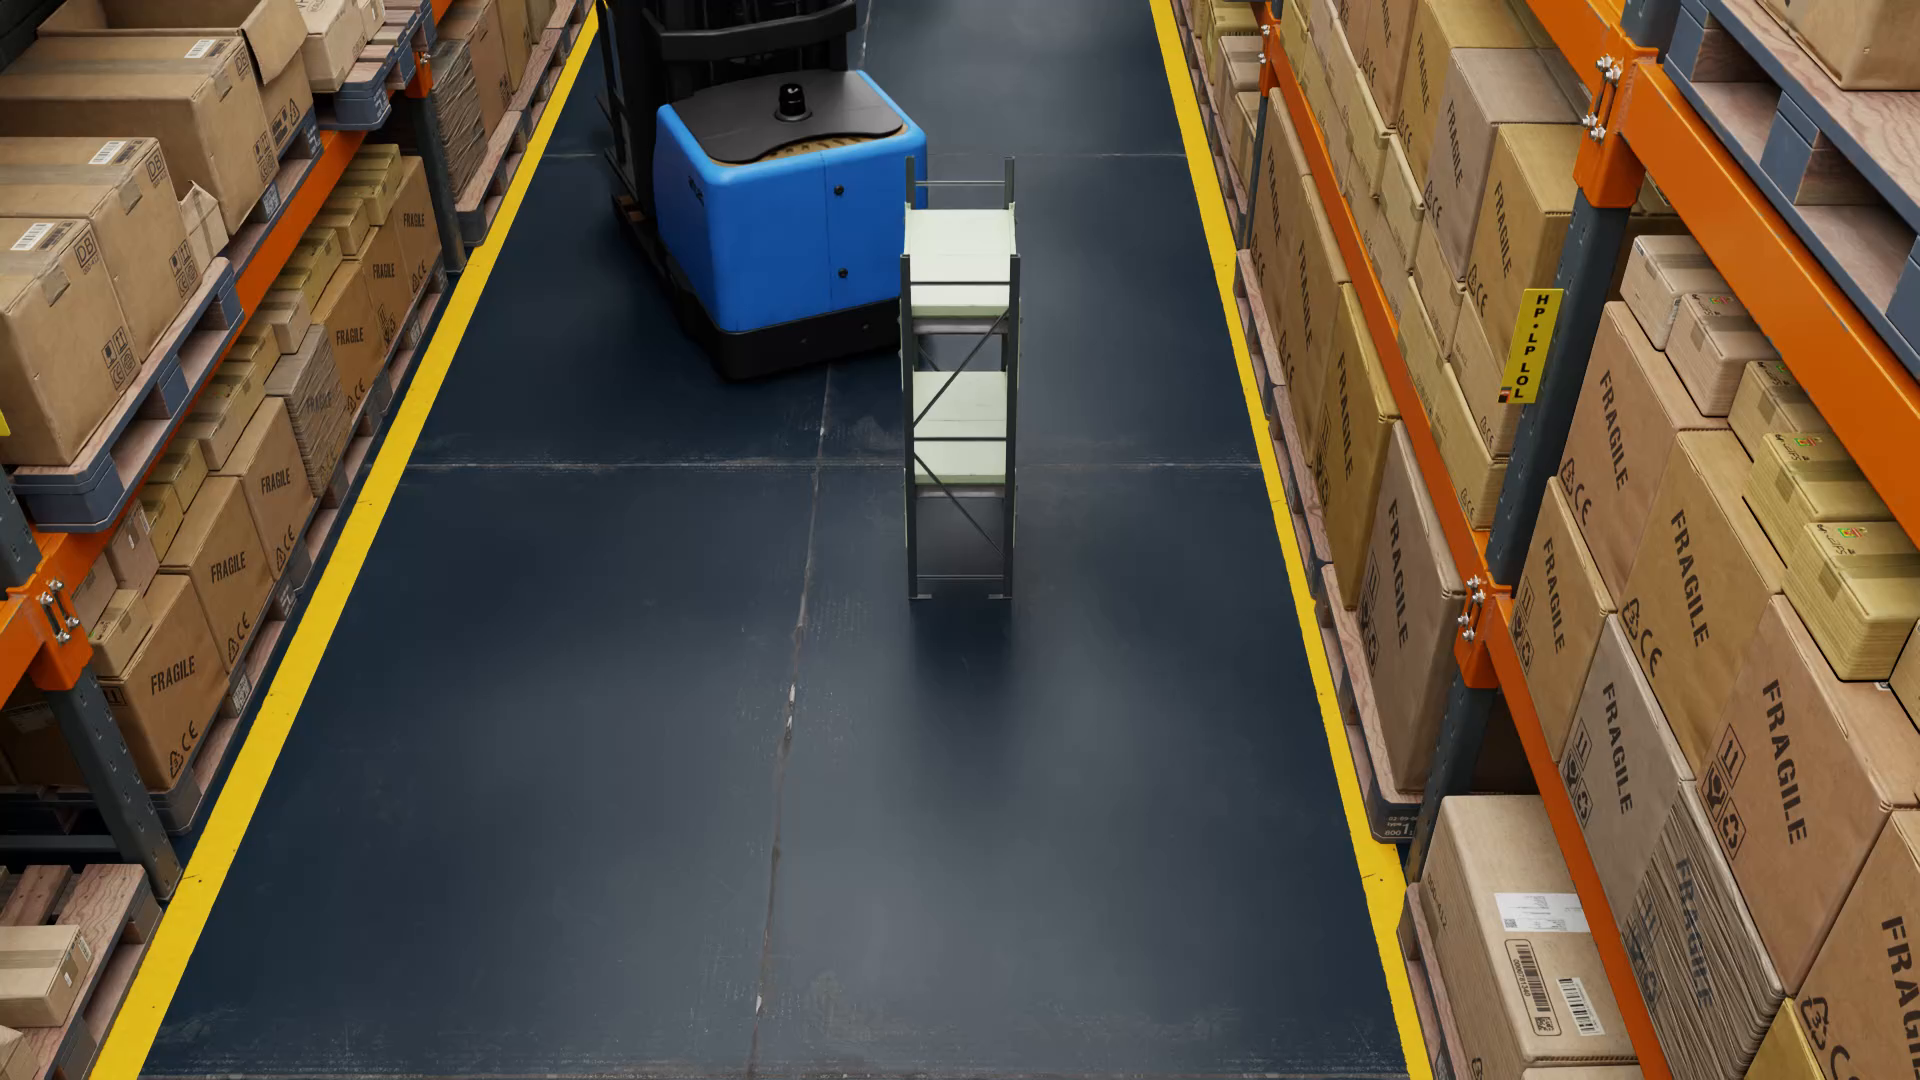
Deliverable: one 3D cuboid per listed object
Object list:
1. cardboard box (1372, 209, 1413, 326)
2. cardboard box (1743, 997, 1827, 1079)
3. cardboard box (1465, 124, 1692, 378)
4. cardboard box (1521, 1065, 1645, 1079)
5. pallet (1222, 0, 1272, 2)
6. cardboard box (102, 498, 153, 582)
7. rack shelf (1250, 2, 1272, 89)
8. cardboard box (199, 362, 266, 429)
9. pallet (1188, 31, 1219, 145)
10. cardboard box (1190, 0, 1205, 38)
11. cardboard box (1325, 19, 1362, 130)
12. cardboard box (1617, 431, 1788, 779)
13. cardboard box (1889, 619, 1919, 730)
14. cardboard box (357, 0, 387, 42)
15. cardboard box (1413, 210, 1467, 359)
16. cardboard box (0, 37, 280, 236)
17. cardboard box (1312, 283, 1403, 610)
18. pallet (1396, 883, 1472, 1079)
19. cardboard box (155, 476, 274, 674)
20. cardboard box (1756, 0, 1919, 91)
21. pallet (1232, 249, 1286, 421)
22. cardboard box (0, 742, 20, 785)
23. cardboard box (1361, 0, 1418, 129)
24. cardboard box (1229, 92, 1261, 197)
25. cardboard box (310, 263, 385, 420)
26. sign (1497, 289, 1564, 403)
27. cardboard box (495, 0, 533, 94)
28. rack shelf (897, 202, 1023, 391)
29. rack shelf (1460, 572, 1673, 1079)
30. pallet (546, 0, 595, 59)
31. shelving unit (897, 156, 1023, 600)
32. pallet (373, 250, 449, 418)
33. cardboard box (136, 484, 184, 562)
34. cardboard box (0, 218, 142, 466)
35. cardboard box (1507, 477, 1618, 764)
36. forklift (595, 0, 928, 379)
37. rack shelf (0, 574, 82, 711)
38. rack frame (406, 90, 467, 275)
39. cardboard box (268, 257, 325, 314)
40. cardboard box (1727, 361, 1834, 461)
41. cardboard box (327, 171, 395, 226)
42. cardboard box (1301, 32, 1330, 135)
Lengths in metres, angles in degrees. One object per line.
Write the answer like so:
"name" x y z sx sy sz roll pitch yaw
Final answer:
"cardboard box" 1.710 -0.914 5.611 0.500 0.250 0.500 -1 39 -1
"cardboard box" 1.673 1.145 2.843 0.500 0.500 0.500 1 39 1
"cardboard box" 1.692 -0.766 4.428 0.500 0.500 0.500 1 39 1
"cardboard box" 1.838 1.731 3.905 0.875 0.438 0.875 -1 39 -1
"pallet" 1.831 -2.930 8.161 1.213 0.211 1.003 0 39 0
"cardboard box" -2.803 0.004 5.253 0.380 0.149 0.250 -2 39 -2
"rack shelf" 1.936 -3.529 9.330 1.077 0.370 4.000 0 39 0
"cardboard box" -2.819 -0.534 6.163 0.380 0.149 0.250 1 39 2
"pallet" 1.941 -2.721 9.976 1.003 0.211 1.213 0 39 0
"cardboard box" 1.941 -3.421 10.386 0.950 0.372 0.625 2 39 3
"cardboard box" 1.680 -1.744 6.248 0.500 0.250 0.500 0 39 0
"cardboard box" 1.696 0.127 3.314 0.500 0.500 0.500 -1 39 -1
"cardboard box" 1.736 0.256 2.633 0.380 0.149 0.250 0 39 0
"cardboard box" -2.641 -2.209 6.972 0.380 0.149 0.250 1 39 1
"cardboard box" 1.692 -0.782 5.048 0.500 0.250 0.500 1 39 1
"cardboard box" -2.799 -1.372 5.648 0.700 0.500 0.500 0 39 0
"cardboard box" 1.854 -0.345 6.145 0.875 0.875 0.875 1 39 1
"pallet" 1.866 1.506 4.702 1.003 0.211 1.213 0 39 0
"cardboard box" -2.807 0.124 5.860 0.500 0.500 0.500 -1 39 -1
"cardboard box" 1.734 -1.102 2.832 0.500 0.500 0.500 1 39 1
"pallet" 1.864 -0.978 7.802 1.003 0.211 1.213 0 39 0
"cardboard box" -3.317 0.453 5.449 0.500 0.500 0.500 0 39 0
"cardboard box" 1.687 -1.730 5.631 0.500 0.500 0.500 1 39 1
"cardboard box" 1.948 -2.051 8.676 0.950 0.372 0.625 -2 39 -3
"cardboard box" -2.816 -0.837 7.059 0.500 0.500 0.500 2 39 2
"sign" 1.401 -0.472 4.078 0.100 0.325 0.005 0 39 0
"cardboard box" -3.022 -3.010 9.671 0.875 0.625 0.625 -2 39 -2
"rack shelf" 0.000 -0.894 6.042 0.431 0.370 0.720 0 39 0
"rack shelf" 1.945 1.474 3.088 1.077 0.370 4.000 0 39 0
"pallet" -2.990 -3.506 10.956 1.003 0.211 1.213 0 39 0
"shelving unit" 0.000 -0.589 6.286 0.431 1.500 0.755 0 39 0
"pallet" -3.062 -0.998 7.827 1.003 0.211 1.213 0 39 0
"cardboard box" -2.844 -0.052 5.560 0.380 0.149 0.250 -2 39 -2
"cardboard box" -2.797 -0.557 4.631 0.700 0.500 0.500 1 39 1
"cardboard box" 1.682 0.197 4.026 0.500 0.500 0.500 1 39 1
"forklift" -1.191 -2.795 7.894 1.130 2.935 3.031 -16 41 -19
"rack shelf" -3.018 1.480 3.080 1.077 0.370 4.000 0 39 0
"rack frame" -3.025 -2.553 7.537 1.000 3.000 0.127 0 39 0
"cardboard box" -2.828 -1.030 6.781 0.380 0.149 0.250 -1 39 -1
"cardboard box" 1.743 -0.222 3.231 0.380 0.149 0.250 0 39 -1
"cardboard box" -2.740 -1.516 7.387 0.380 0.149 0.250 -2 39 -2
"cardboard box" 1.706 -1.873 6.809 0.500 0.250 0.500 -1 39 -1
